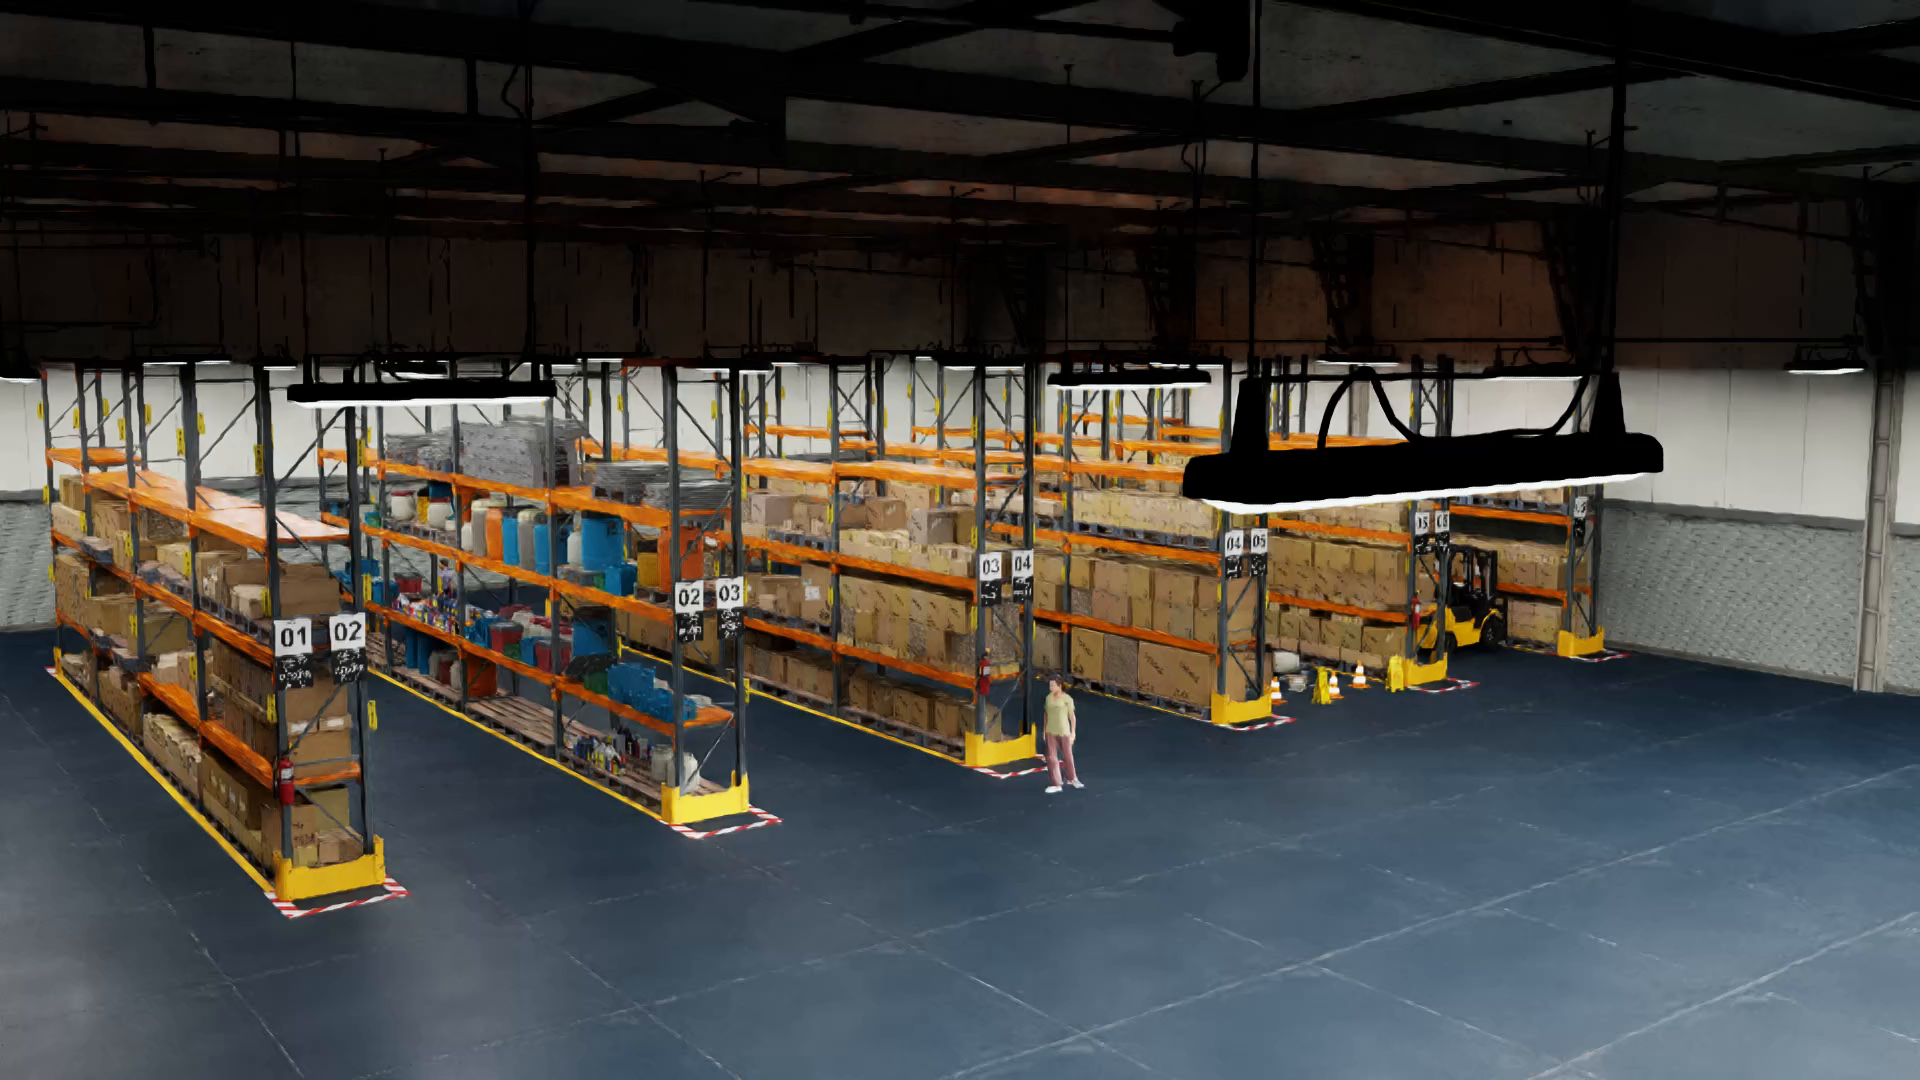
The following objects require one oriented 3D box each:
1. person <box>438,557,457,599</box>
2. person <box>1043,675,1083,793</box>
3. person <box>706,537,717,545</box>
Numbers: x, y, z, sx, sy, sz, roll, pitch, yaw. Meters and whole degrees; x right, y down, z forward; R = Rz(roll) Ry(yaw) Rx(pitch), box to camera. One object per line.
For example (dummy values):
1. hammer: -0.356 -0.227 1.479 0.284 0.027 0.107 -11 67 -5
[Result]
1. person: -11.124 1.196 35.958 0.433 1.644 0.590 -5 9 -38
2. person: 1.436 2.708 23.433 0.566 1.664 0.543 3 8 26
3. person: -6.497 0.280 42.994 0.533 1.770 0.759 0 7 0
